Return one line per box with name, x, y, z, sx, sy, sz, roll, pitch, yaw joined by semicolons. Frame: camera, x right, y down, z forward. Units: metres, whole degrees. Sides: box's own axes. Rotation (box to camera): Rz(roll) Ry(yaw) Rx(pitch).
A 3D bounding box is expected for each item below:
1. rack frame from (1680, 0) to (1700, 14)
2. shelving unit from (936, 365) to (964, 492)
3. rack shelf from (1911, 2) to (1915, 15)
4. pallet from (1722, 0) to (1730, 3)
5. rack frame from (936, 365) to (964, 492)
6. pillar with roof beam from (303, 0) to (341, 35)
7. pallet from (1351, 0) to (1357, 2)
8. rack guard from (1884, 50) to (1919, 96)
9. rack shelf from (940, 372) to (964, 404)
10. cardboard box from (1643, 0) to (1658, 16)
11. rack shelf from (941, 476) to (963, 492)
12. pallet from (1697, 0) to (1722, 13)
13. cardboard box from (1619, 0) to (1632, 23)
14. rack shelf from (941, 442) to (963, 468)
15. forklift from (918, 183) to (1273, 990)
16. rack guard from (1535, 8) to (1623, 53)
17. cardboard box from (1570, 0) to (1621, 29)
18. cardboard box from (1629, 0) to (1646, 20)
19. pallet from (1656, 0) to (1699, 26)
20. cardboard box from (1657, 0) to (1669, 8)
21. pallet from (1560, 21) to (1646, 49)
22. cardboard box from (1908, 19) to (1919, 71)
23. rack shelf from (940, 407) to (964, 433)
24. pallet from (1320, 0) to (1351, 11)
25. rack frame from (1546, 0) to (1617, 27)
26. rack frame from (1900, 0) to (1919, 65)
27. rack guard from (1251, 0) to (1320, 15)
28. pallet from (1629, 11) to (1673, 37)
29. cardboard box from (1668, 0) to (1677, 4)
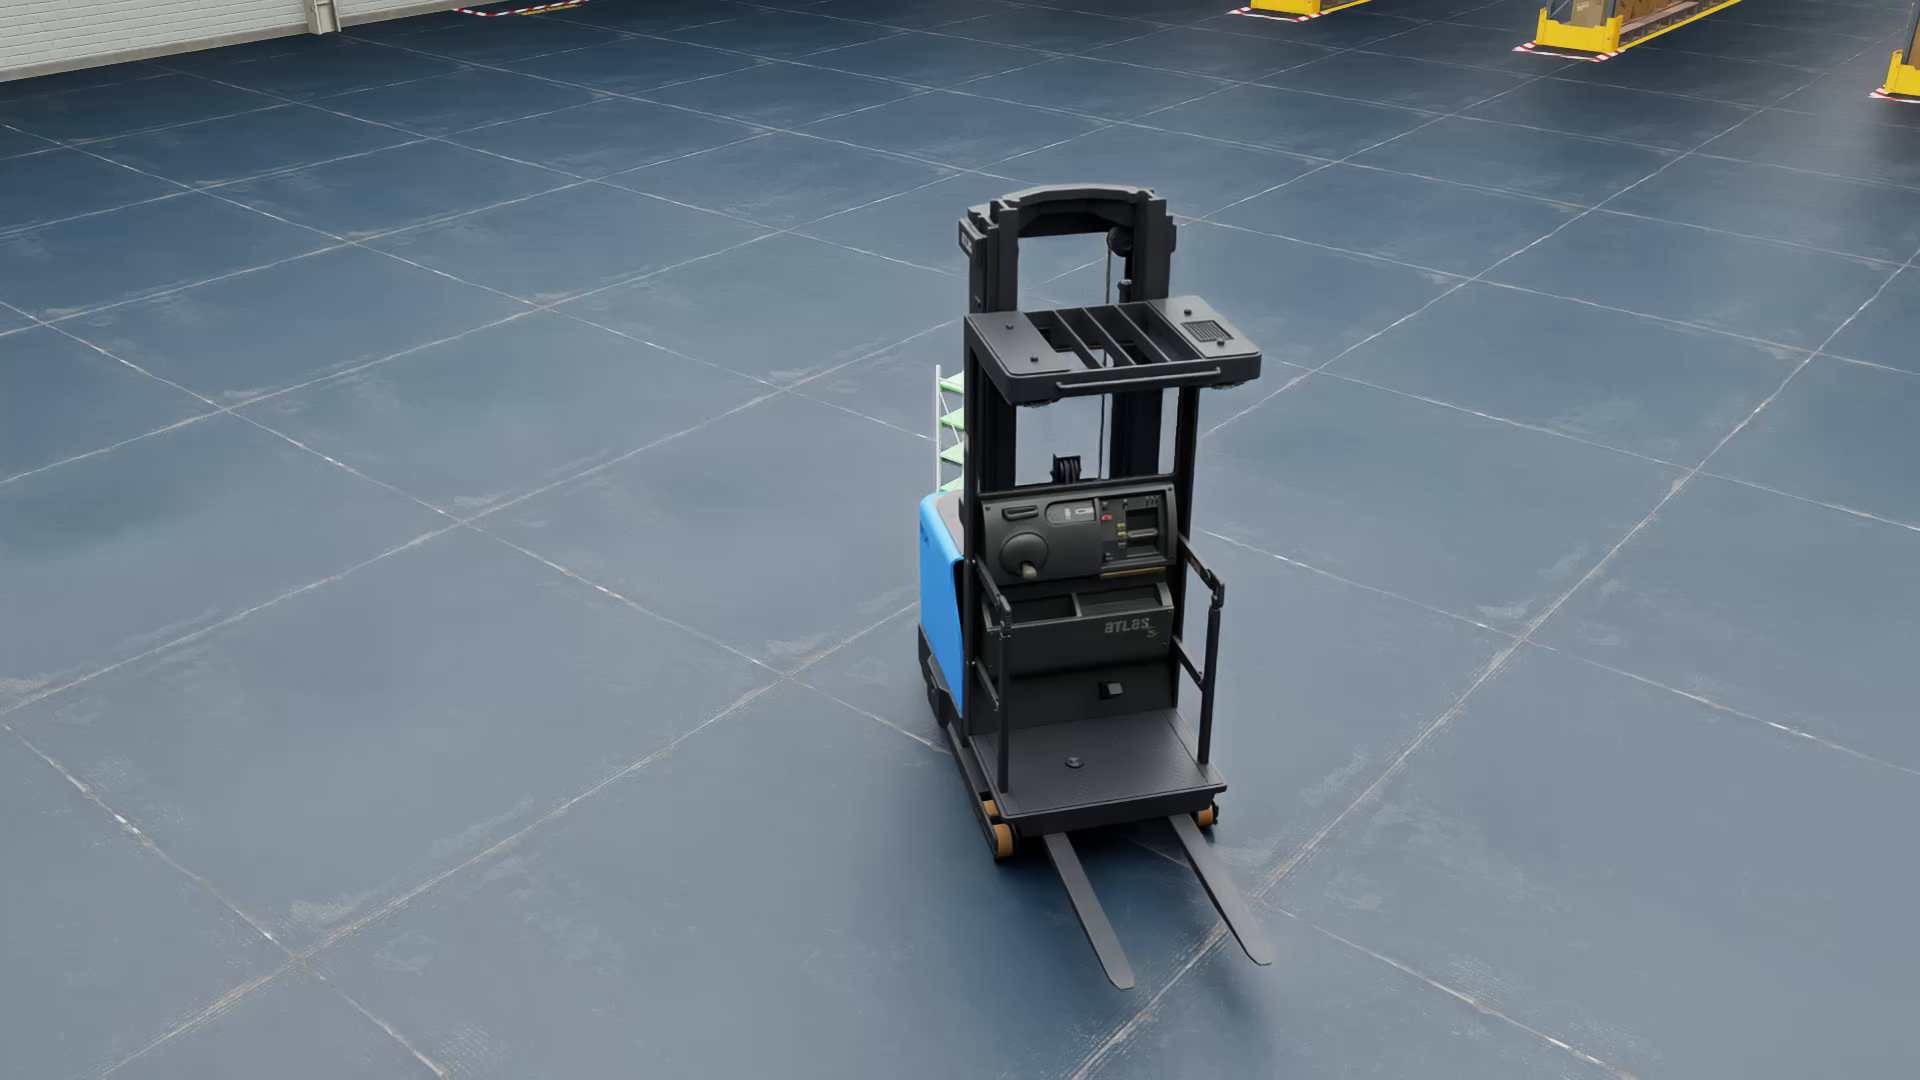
rack frame;11.826;-10.197;27.196;1.000;3.000;0.127;21;34;34
shelving unit;0.105;-0.592;10.588;0.258;1.200;0.503;21;34;34
rack shelf;14.317;-7.683;23.119;1.077;0.370;4.000;21;34;34
pallet;13.096;-9.669;29.211;1.003;0.211;1.213;21;34;34
rack frame;-0.050;-0.505;10.421;0.240;1.200;0.015;21;34;34
pillar with roof beam;-6.718;-10.774;21.784;9.100;9.000;0.400;21;34;34
pallet;6.769;-9.745;29.358;1.003;0.211;1.213;21;34;34
rack guard;13.030;-6.174;22.141;1.175;0.500;0.348;21;34;34
rack shelf;0.105;-0.961;10.397;0.258;0.148;0.480;21;34;34
cardboard box;10.848;-8.695;26.556;0.500;0.500;0.500;17;32;30
rack shelf;0.105;-0.322;10.727;0.258;0.148;0.480;21;34;34
pallet;12.320;-9.235;28.371;1.003;0.211;1.213;21;34;34
cardboard box;10.046;-8.293;25.780;0.500;0.500;0.500;-18;32;-31
rack shelf;0.105;-0.535;10.617;0.258;0.148;0.480;21;34;34
forklift;0.614;0.007;7.547;1.130;2.935;3.031;-6;28;-12
rack guard;9.330;-7.695;25.081;1.175;0.500;0.348;21;34;34
cardboard box;9.692;-8.071;25.351;0.500;0.500;0.500;-21;34;-35
cardboard box;10.459;-8.510;26.199;0.500;0.500;0.500;25;36;39
pallet;11.426;-8.710;27.357;1.003;0.211;1.213;21;34;34
cardboard box;11.183;-8.938;27.026;0.500;0.500;0.500;-16;31;-28
pallet;9.874;-7.845;25.684;1.003;0.211;1.213;21;34;34
cardboard box;13.425;-6.796;22.477;0.875;0.875;0.875;21;34;35
rack shelf;0.105;-0.748;10.507;0.258;0.148;0.480;21;34;34
pallet;5.993;-9.315;28.526;1.003;0.211;1.213;21;34;34
rack frame;9.282;-8.779;24.455;1.000;3.000;0.127;21;34;34
rack frame;13.045;-7.293;21.583;1.000;3.000;0.127;21;34;34
rack guard;5.472;-9.157;27.906;1.175;0.500;0.348;21;34;34
pallet;10.651;-8.275;26.517;1.003;0.211;1.213;21;34;34
cardboard box;11.541;-9.143;27.422;0.500;0.500;0.500;20;33;33
